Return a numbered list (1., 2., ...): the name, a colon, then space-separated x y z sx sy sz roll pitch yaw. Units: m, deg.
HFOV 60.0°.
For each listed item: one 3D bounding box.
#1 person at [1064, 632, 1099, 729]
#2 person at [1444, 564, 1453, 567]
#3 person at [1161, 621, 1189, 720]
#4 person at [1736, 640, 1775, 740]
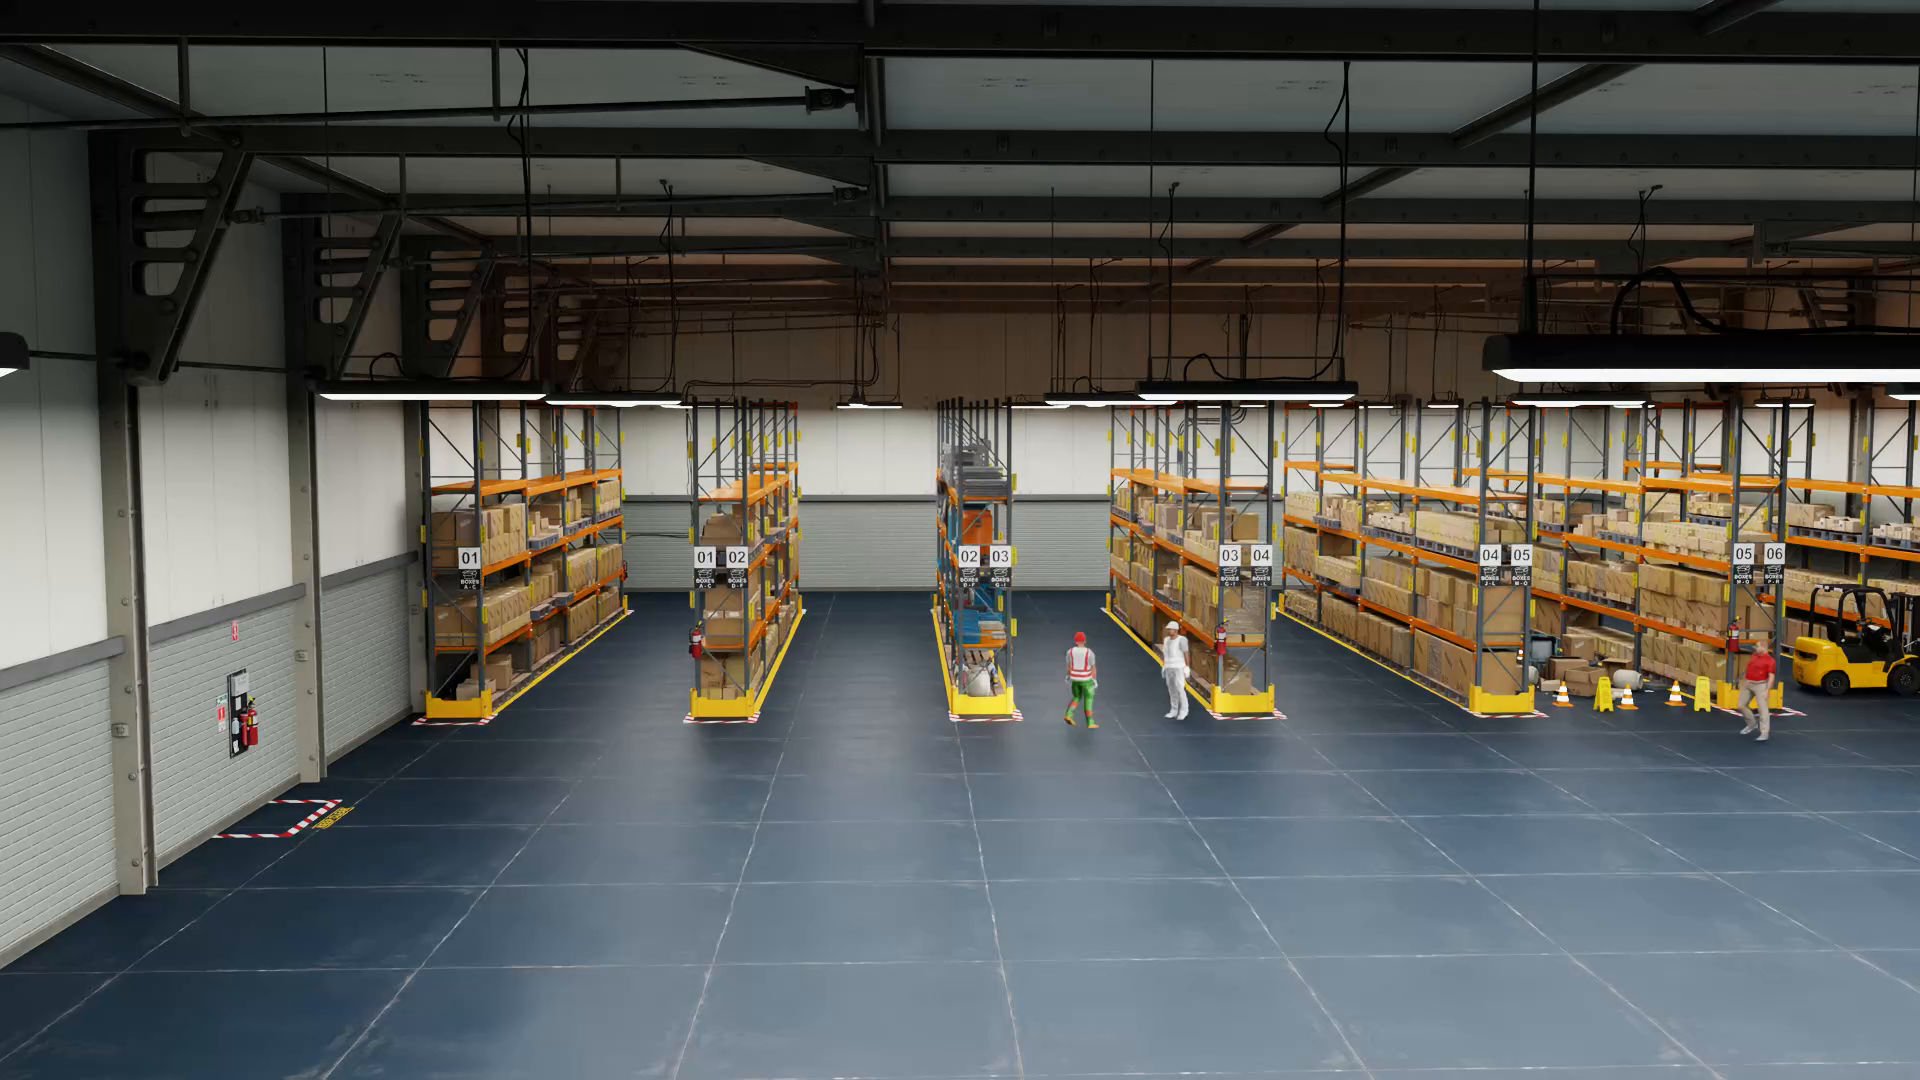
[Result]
1. person: 2.198 2.528 30.039 0.633 1.787 0.607 3 6 37
2. person: 12.991 1.438 44.141 0.417 1.778 0.652 2 5 28
3. person: 4.005 2.436 31.151 0.392 1.829 0.611 -4 6 -41
4. person: 13.980 2.608 29.168 0.485 1.743 0.642 -3 5 -31
